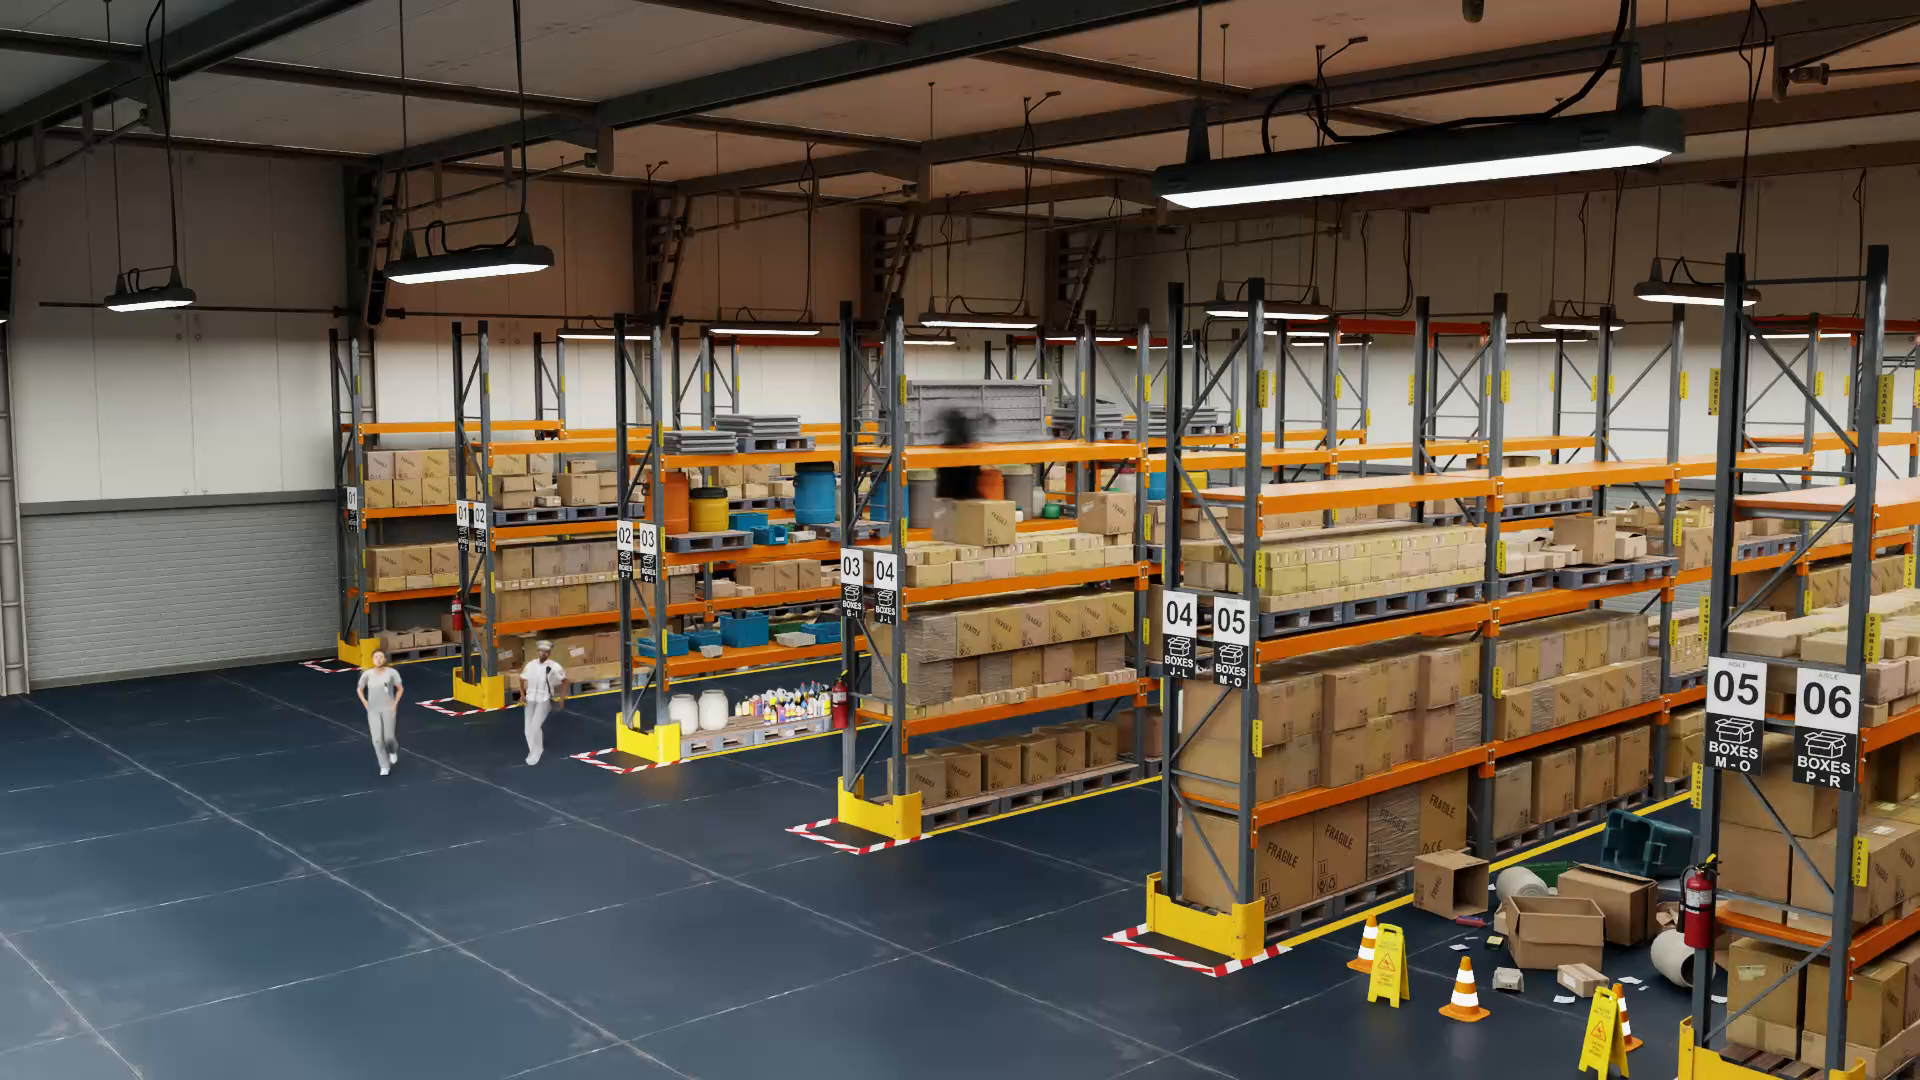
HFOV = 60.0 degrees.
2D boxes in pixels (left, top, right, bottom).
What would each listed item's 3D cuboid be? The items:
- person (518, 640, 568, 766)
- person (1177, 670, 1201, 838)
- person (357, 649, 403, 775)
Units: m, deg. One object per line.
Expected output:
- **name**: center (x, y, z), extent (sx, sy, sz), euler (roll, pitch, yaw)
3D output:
- **person**: center (-5.608, 2.163, 22.111), extent (0.595, 1.663, 0.559), euler (1, 6, 11)
- **person**: center (2.508, 2.261, 17.873), extent (0.700, 1.762, 0.881), euler (4, 7, 33)
- **person**: center (-7.539, 2.214, 21.642), extent (0.573, 1.636, 0.565), euler (-1, 6, -13)
